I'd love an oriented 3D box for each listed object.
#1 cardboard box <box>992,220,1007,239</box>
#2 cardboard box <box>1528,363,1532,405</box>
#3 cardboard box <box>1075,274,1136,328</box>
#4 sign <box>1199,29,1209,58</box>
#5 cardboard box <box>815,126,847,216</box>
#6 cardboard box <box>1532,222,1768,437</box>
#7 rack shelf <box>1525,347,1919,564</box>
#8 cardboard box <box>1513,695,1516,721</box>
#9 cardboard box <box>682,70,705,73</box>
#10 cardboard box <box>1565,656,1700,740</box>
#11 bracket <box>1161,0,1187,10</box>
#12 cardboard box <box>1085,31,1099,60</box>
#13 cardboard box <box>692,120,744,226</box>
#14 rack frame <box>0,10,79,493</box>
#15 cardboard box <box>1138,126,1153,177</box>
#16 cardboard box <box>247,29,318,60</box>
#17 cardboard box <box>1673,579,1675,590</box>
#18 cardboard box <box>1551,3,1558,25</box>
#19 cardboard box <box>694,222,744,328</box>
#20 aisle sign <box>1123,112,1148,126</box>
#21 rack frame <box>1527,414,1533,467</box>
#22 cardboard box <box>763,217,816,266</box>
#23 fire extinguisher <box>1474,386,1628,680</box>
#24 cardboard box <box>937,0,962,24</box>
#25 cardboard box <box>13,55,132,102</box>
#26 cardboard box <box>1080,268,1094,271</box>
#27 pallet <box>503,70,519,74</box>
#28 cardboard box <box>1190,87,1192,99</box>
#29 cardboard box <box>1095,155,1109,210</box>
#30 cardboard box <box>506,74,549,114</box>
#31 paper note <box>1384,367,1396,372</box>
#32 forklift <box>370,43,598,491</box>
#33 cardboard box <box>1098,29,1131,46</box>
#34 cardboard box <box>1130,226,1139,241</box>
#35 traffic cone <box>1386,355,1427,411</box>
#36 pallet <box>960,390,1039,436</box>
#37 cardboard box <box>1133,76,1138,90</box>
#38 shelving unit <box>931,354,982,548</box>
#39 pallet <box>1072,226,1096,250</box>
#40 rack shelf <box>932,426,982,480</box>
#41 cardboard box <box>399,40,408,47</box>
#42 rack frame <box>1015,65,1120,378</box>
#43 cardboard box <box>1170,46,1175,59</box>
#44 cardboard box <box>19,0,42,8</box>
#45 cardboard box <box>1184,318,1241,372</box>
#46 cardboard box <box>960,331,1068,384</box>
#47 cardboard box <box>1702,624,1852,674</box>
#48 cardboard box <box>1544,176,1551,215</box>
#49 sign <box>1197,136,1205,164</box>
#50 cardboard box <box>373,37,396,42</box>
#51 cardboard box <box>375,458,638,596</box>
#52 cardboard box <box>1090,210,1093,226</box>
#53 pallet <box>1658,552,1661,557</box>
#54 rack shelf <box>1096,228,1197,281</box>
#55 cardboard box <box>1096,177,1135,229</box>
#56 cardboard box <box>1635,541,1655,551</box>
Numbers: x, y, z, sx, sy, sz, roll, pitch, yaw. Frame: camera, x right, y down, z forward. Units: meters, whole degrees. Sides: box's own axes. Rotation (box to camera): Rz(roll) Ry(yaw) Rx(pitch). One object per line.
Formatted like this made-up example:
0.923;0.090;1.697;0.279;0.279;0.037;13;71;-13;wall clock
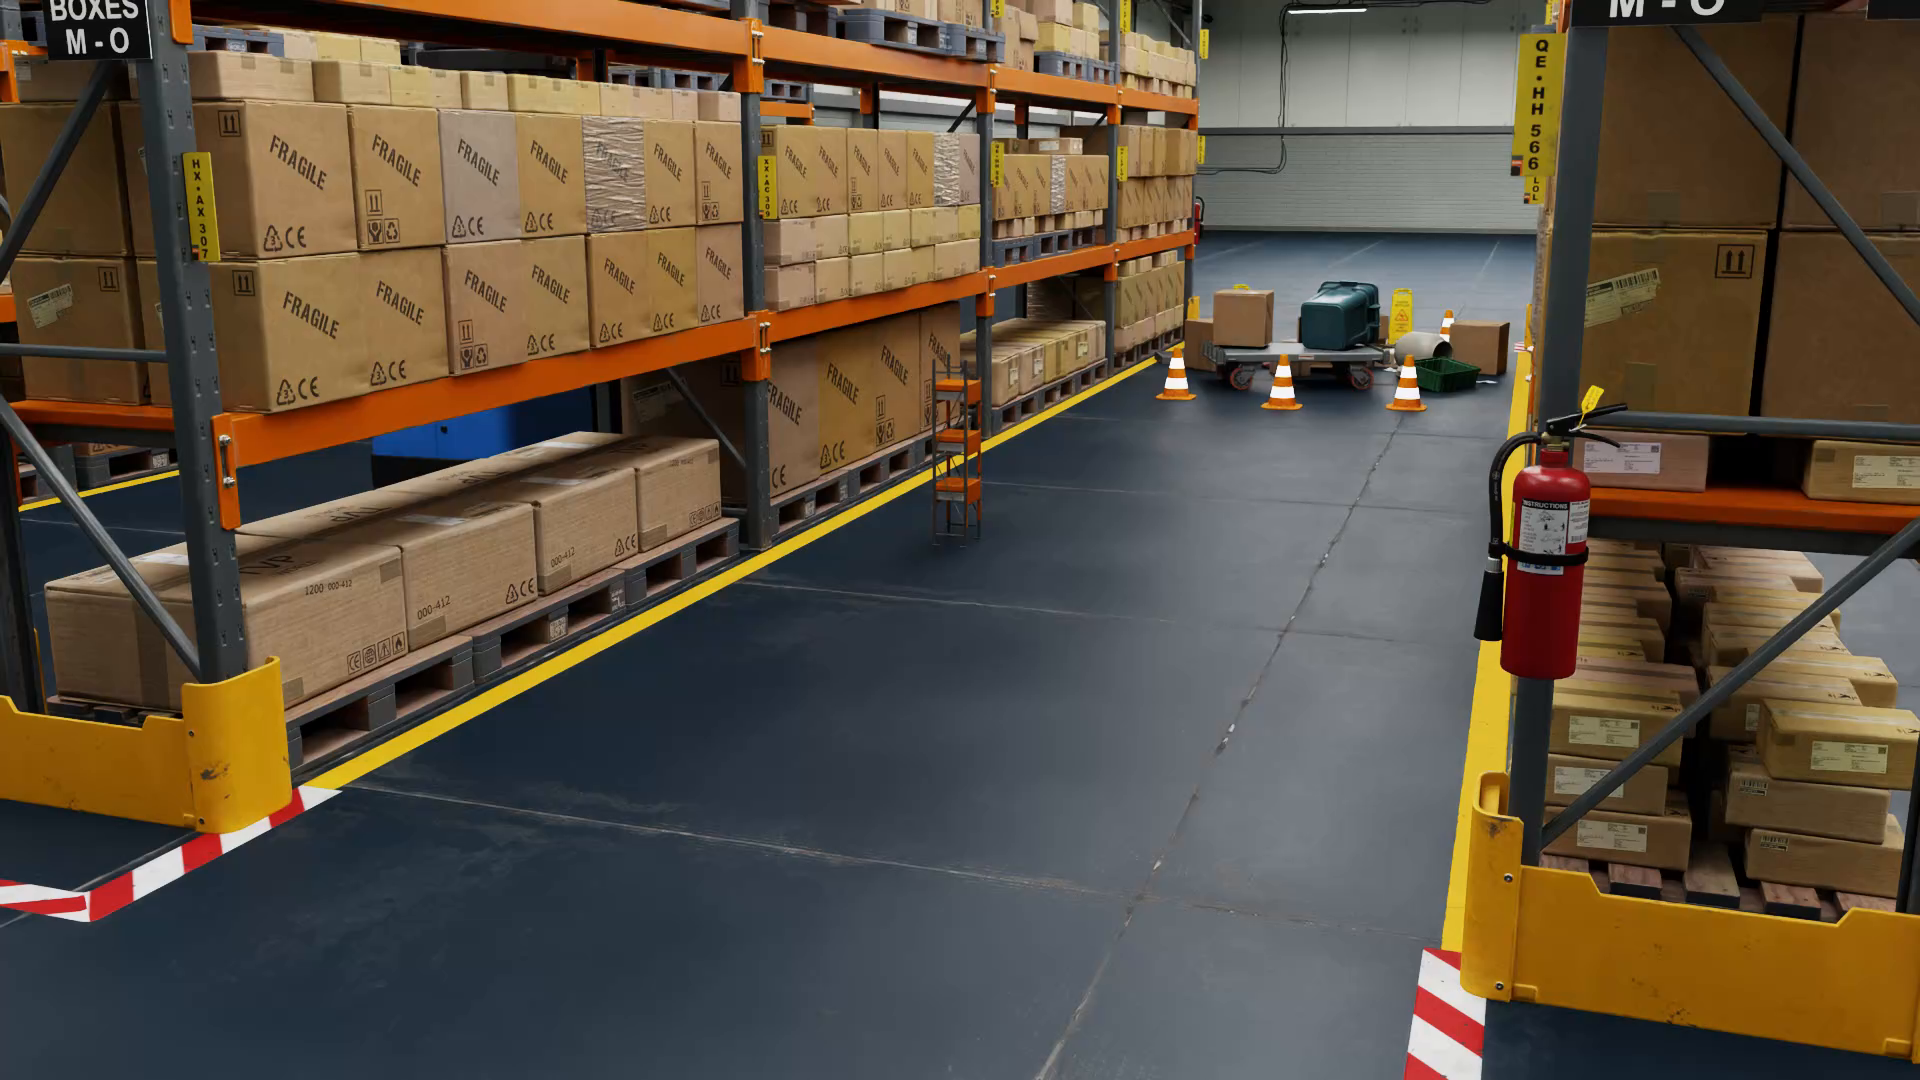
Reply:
0.157;-2.474;13.209;0.380;0.149;0.250;3;13;15;cardboard box
3.513;-0.849;9.455;0.500;0.250;0.500;4;13;16;cardboard box
1.493;-2.457;17.061;0.500;0.500;0.500;5;14;21;cardboard box
2.859;-5.814;19.491;0.100;0.325;0.005;4;14;18;sign
-0.989;-2.155;9.717;0.500;0.500;0.500;4;14;18;cardboard box
1.782;-0.567;4.340;0.500;0.500;0.500;5;14;20;cardboard box
2.528;-0.331;5.813;1.077;0.370;4.000;4;14;18;rack shelf
2.098;0.577;5.683;0.380;0.149;0.250;4;13;16;cardboard box
-3.152;-5.309;18.298;0.500;0.311;0.500;5;14;20;cardboard box
1.948;0.456;4.875;0.380;0.149;0.250;5;14;19;cardboard box
5.639;-14.580;45.056;0.076;0.066;4.783;4;14;18;bracket
0.995;-4.583;15.478;0.500;0.250;0.500;4;13;17;cardboard box
-1.433;-1.855;8.402;0.500;0.500;0.500;4;14;18;cardboard box
-6.240;-1.794;10.609;1.000;3.000;0.127;4;14;18;rack frame
1.580;-3.986;17.073;0.700;0.500;0.500;4;14;19;cardboard box
-5.206;-3.689;12.506;0.500;0.250;0.500;4;14;18;cardboard box
2.990;0.243;6.477;0.380;0.149;0.250;5;14;20;cardboard box
4.523;-3.859;11.945;0.500;0.311;0.500;4;14;18;cardboard box
-1.450;-1.371;8.527;0.500;0.500;0.500;4;14;19;cardboard box
2.068;-5.267;19.982;0.394;0.787;0.004;4;14;18;aisle sign
3.175;-1.103;7.578;1.000;3.000;0.127;4;14;18;rack frame
-1.133;-1.681;9.325;0.500;0.250;0.500;4;13;17;cardboard box
1.362;-0.021;3.852;0.296;0.674;0.183;4;14;18;fire extinguisher
-0.388;-3.774;11.372;0.700;0.500;0.500;4;13;16;cardboard box
-2.909;-1.538;5.556;0.380;0.149;0.250;5;14;19;cardboard box
1.311;-2.711;18.173;0.500;0.500;0.500;5;14;21;cardboard box
-4.452;-4.392;15.673;1.003;0.211;1.213;5;14;21;pallet
2.490;-5.209;19.393;0.380;0.149;0.250;4;14;19;cardboard box
1.114;-3.407;15.837;0.500;0.500;0.500;4;13;17;cardboard box
-1.918;-1.826;6.820;0.380;0.149;0.250;4;13;17;cardboard box
4.471;-1.754;17.119;0.172;0.023;0.155;10;16;38;paper note
-2.826;-1.951;11.449;1.130;2.935;3.031;4;13;15;forklift
1.457;-4.894;16.219;0.380;0.149;0.250;4;13;17;cardboard box
1.655;-3.208;17.365;0.380;0.149;0.250;5;14;20;cardboard box
3.900;-1.377;14.480;0.336;0.463;0.334;4;14;18;traffic cone
0.007;-1.085;13.767;1.003;0.211;1.213;4;14;18;pallet
1.611;-4.671;17.037;0.380;0.149;0.250;5;14;20;cardboard box
-0.017;-0.501;9.322;0.215;1.050;0.252;4;14;18;shelving unit
0.662;-2.878;15.789;1.003;0.211;1.213;4;14;18;pallet
-0.017;-0.490;9.324;0.215;0.259;0.240;4;14;18;rack shelf
-4.545;-4.290;14.159;0.380;0.166;0.250;4;14;18;cardboard box
1.047;-3.122;16.426;1.000;3.000;0.127;4;14;18;rack frame
2.195;-5.444;18.632;0.380;0.149;0.250;4;14;19;cardboard box
-5.767;-3.422;10.395;0.380;0.149;0.250;5;14;19;cardboard box
2.681;-2.032;17.264;0.500;0.500;0.500;-8;15;-30;cardboard box
0.427;-1.637;14.881;0.950;0.372;0.625;5;14;20;cardboard box
2.551;0.380;5.208;0.380;0.149;0.250;4;13;16;cardboard box
2.117;-1.273;5.183;0.500;0.500;0.500;5;14;21;cardboard box
2.859;-4.639;19.759;0.100;0.325;0.005;4;14;18;sign
-4.832;-4.128;13.534;0.380;0.149;0.250;5;14;20;cardboard box
-2.136;-0.080;7.914;0.875;0.438;0.875;4;13;17;cardboard box
1.039;-3.022;15.608;0.380;0.149;0.250;4;13;17;cardboard box
3.425;0.093;8.607;1.003;0.211;1.213;4;14;18;pallet
1.694;-3.193;18.351;1.077;0.370;4.000;4;14;18;rack shelf
1.453;-3.389;16.700;0.500;0.500;0.500;4;14;18;cardboard box
2.624;0.017;6.798;0.380;0.149;0.250;4;13;17;cardboard box
